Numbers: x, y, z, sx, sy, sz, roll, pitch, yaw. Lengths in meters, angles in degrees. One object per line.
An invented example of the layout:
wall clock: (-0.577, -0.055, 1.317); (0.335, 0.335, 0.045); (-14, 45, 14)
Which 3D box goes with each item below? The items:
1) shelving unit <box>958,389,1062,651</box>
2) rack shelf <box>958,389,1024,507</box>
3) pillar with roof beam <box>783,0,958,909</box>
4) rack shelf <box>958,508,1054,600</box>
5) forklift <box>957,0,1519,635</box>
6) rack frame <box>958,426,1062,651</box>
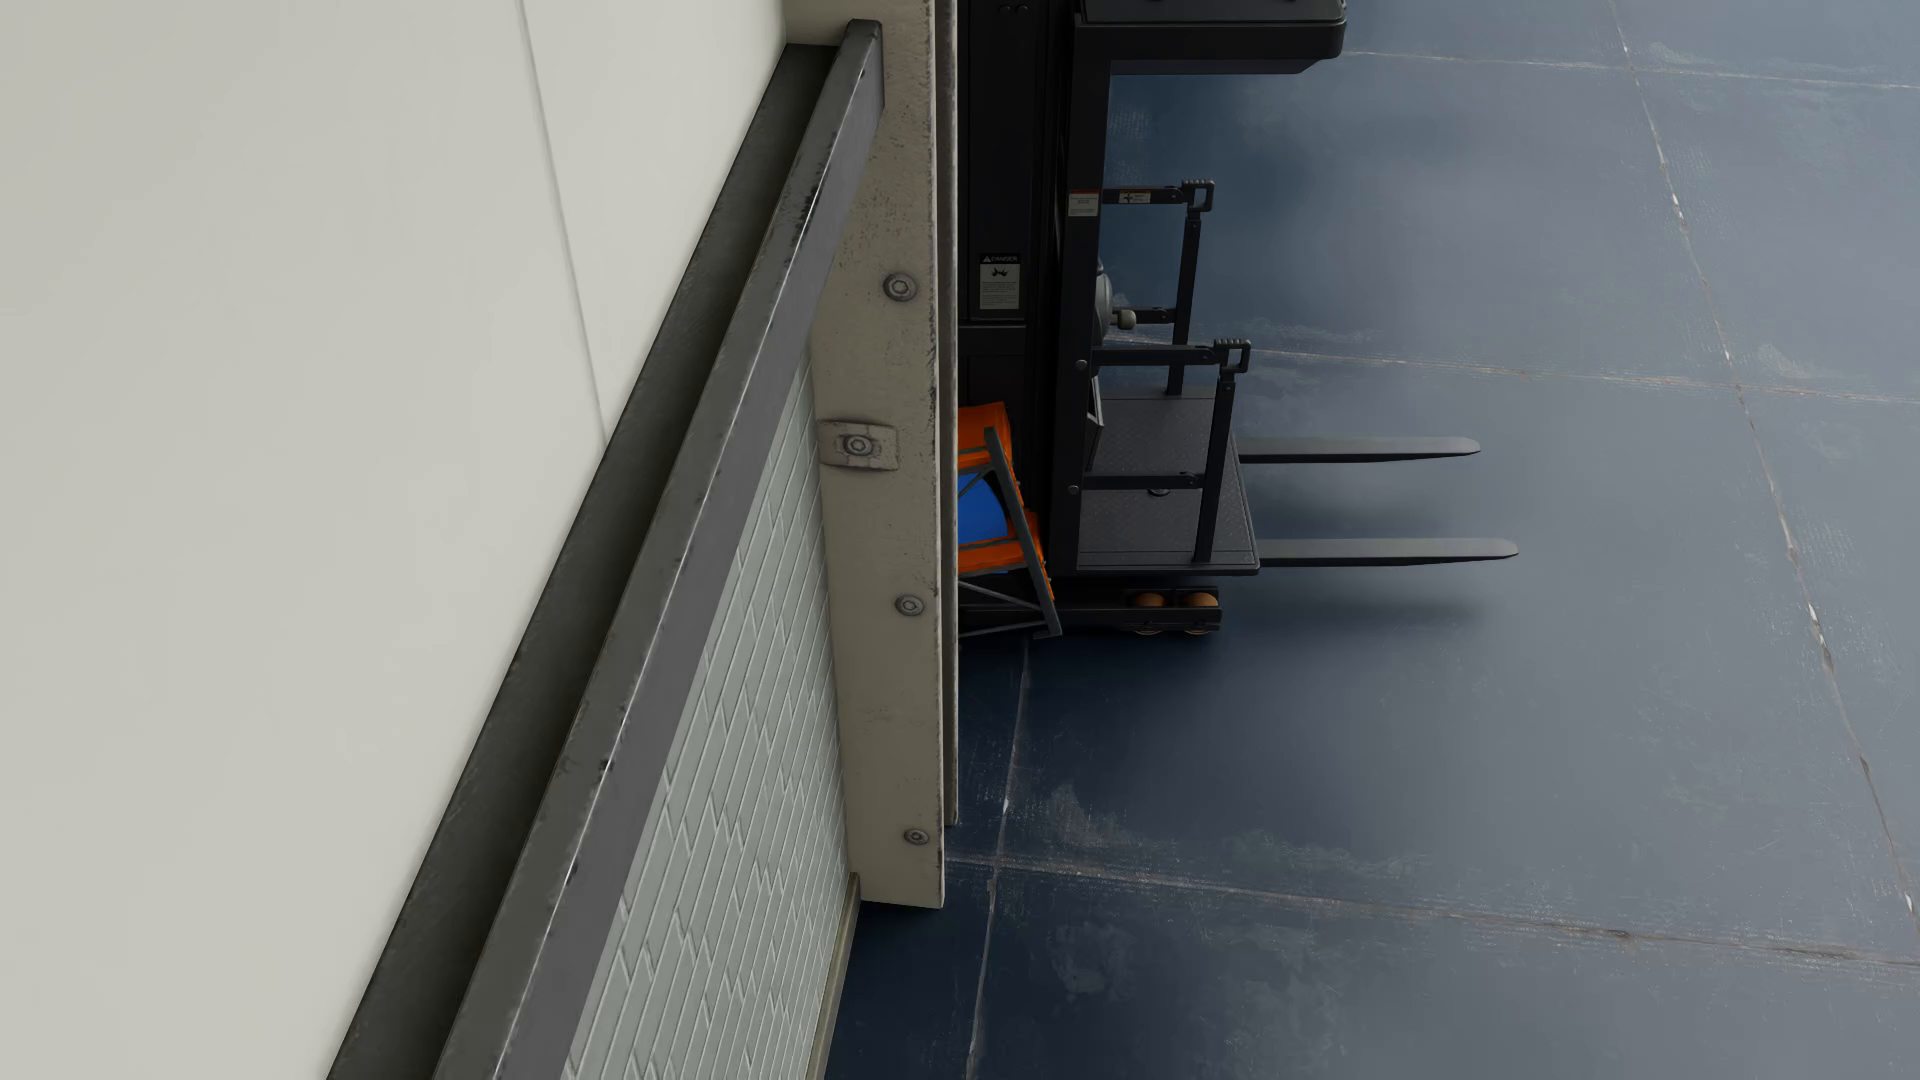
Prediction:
shelving unit: (-0.002, -0.353, 6.206); (0.538, 1.125, 1.048); (-10, 49, 10)
rack shelf: (-0.072, -0.537, 5.989); (0.538, 0.278, 1.000); (-10, 49, 10)
pillar with roof beam: (4.082, -1.812, 2.119); (9.100, 9.000, 0.400); (5, 44, 6)
rack shelf: (0.056, -0.200, 6.387); (0.538, 0.278, 1.000); (-10, 49, 10)
forklift: (0.625, -1.069, 5.747); (3.031, 2.935, 1.130); (0, 43, 0)
rack frame: (0.007, 0.033, 5.876); (0.500, 1.125, 0.032); (-10, 49, 10)
